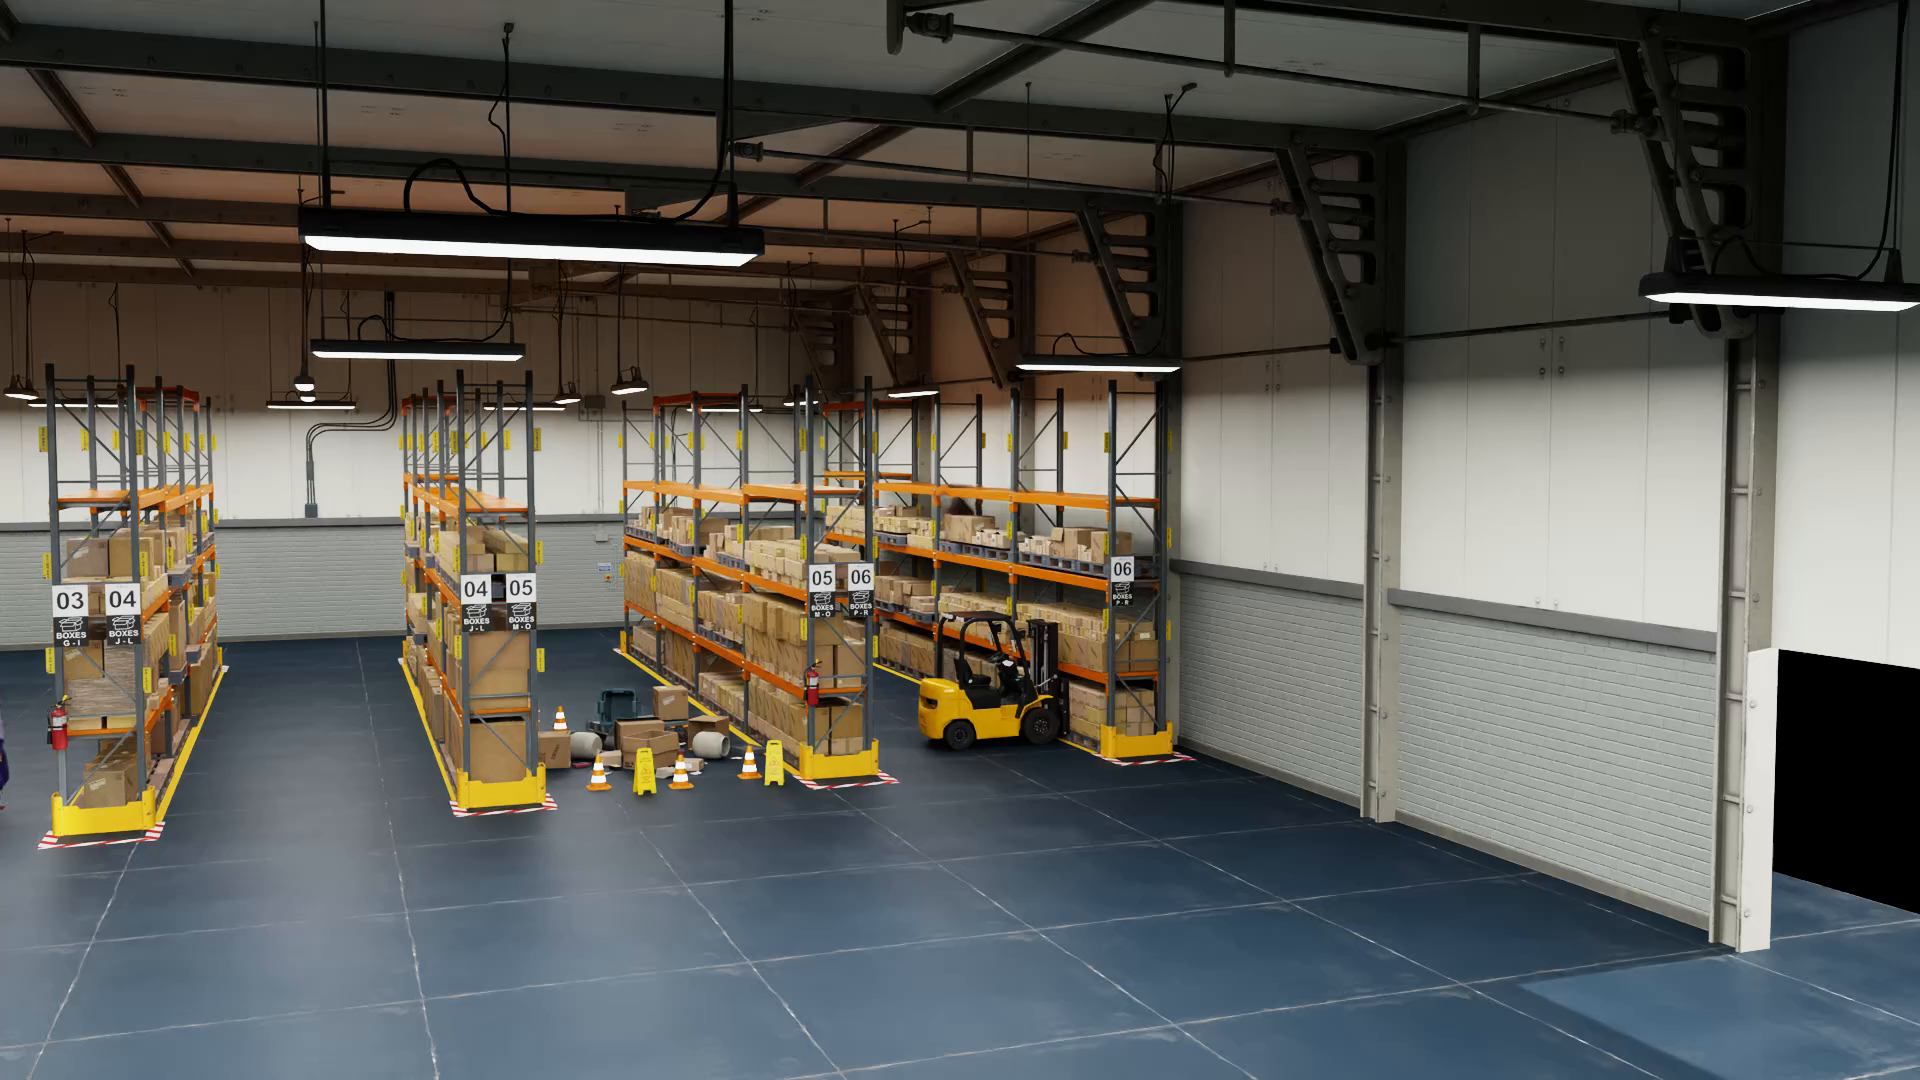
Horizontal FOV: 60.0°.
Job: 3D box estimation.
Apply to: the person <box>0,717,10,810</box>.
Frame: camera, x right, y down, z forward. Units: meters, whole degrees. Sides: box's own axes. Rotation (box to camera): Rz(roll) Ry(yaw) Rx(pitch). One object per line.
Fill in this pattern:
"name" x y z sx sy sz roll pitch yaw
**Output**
"person" -13.108 2.872 22.482 0.509 1.641 0.433 3 5 44
